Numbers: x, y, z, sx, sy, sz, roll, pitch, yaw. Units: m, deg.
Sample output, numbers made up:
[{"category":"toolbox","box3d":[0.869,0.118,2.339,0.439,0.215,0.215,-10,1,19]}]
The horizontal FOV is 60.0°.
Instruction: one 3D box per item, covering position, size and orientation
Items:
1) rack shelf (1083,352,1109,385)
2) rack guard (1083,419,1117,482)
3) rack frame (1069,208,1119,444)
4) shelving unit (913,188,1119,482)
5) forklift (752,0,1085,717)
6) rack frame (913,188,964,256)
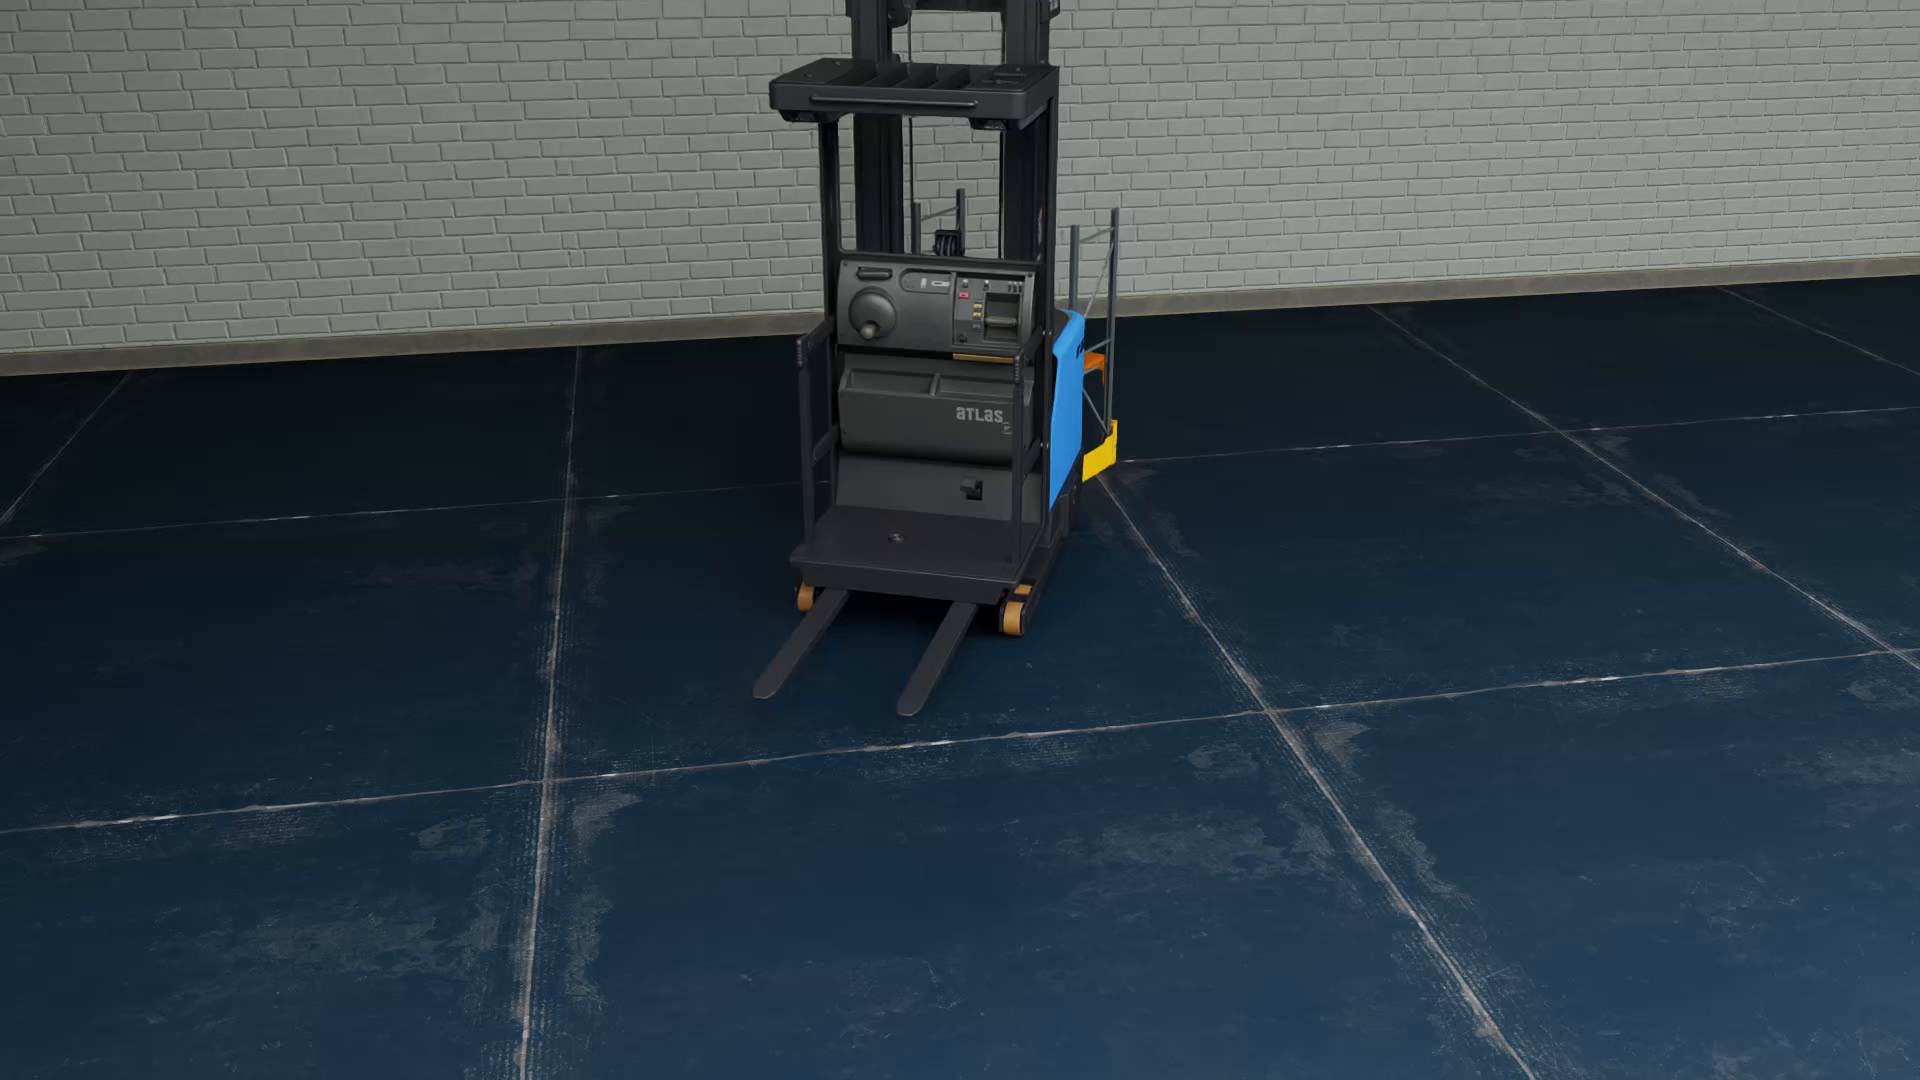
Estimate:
[{"category":"rack shelf","box3d":[0.307,-1.010,9.638,1.000,0.185,0.538,14,27,30]},{"category":"rack guard","box3d":[0.734,-0.493,9.566,0.087,0.250,0.587,14,27,30]},{"category":"rack frame","box3d":[0.735,-1.065,9.315,0.032,1.500,0.500,14,27,30]},{"category":"shelving unit","box3d":[0.315,-1.173,9.562,1.083,1.500,0.587,14,27,30]},{"category":"forklift","box3d":[-0.163,-1.062,7.519,1.130,2.935,3.031,5,24,12]},{"category":"rack frame","box3d":[-0.121,-1.284,9.817,0.032,1.500,0.500,14,27,30]}]
